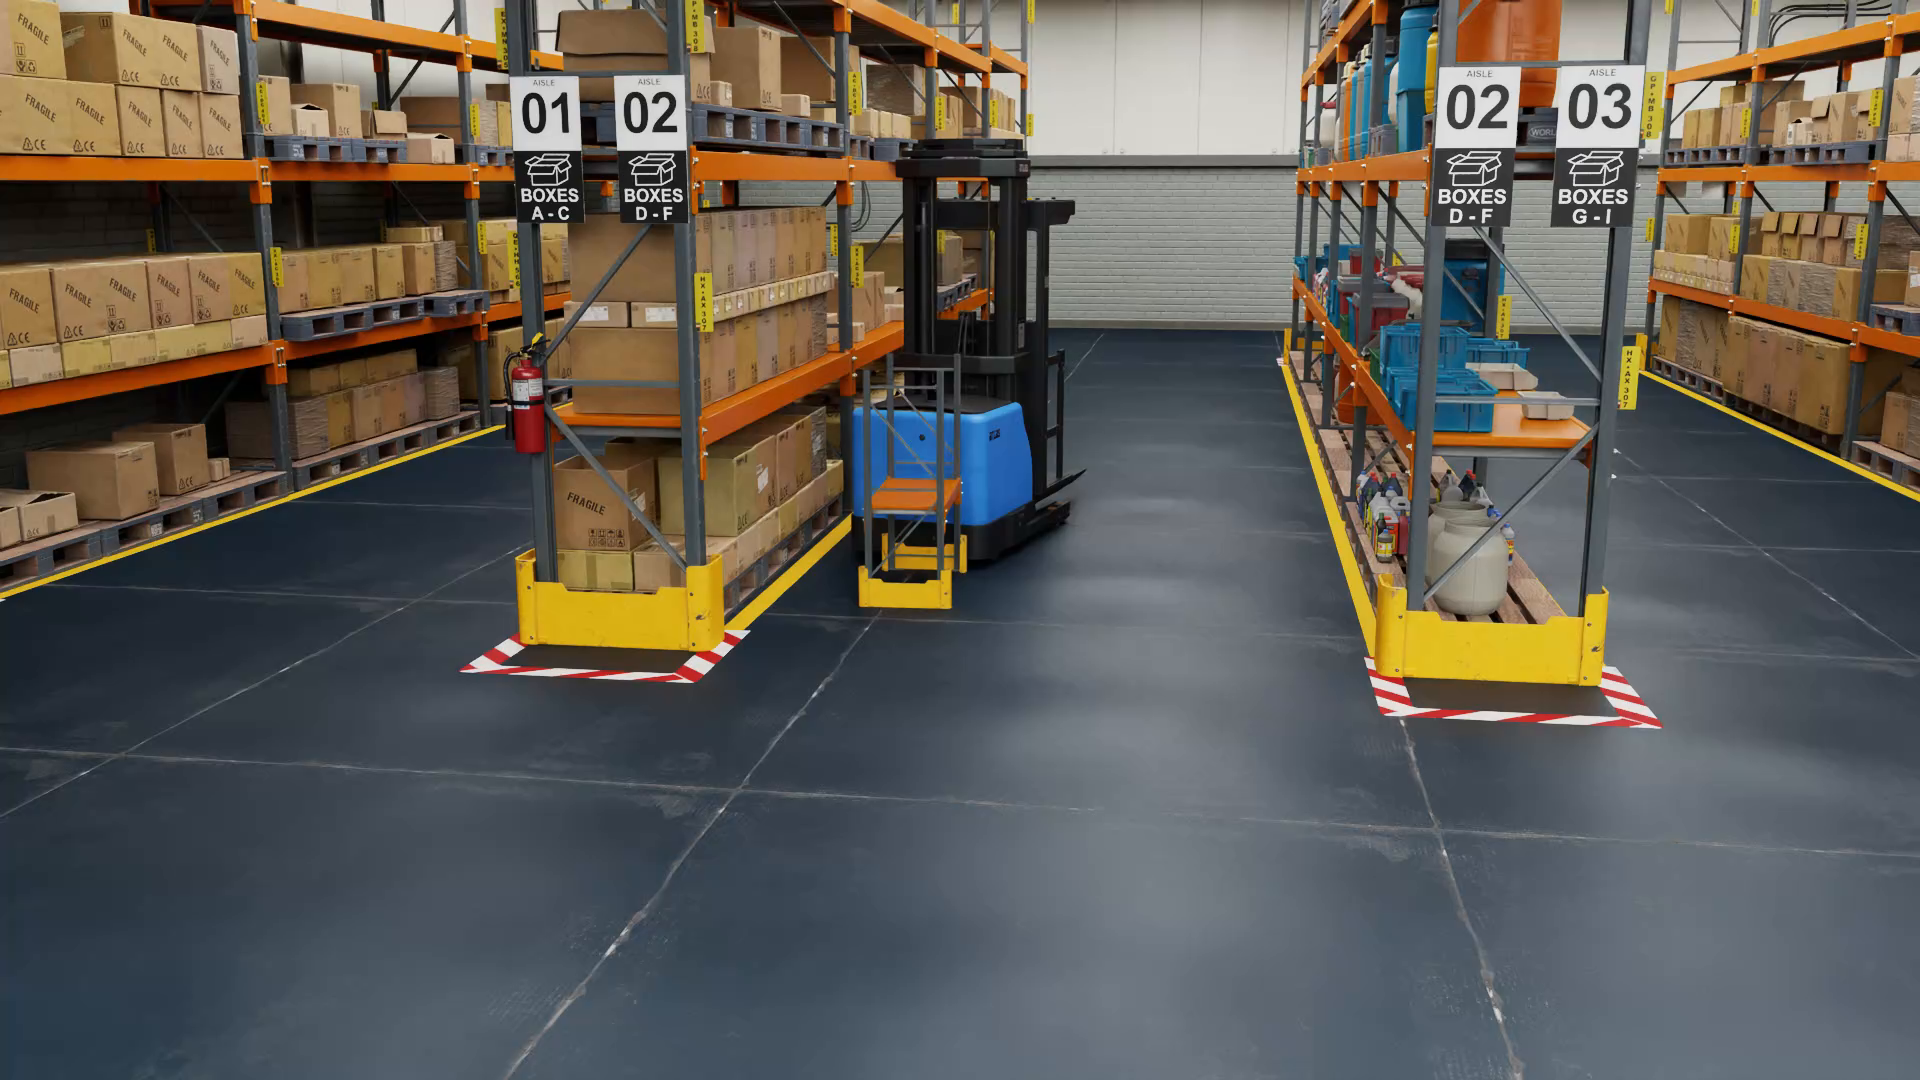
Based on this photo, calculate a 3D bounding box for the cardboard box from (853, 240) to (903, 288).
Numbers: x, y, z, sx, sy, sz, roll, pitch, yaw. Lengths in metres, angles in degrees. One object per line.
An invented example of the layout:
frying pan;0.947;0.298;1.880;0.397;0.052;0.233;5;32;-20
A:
cardboard box;-0.762;-2.939;17.775;0.700;0.500;0.500;-2;12;-10

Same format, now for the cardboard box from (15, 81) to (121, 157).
cardboard box;-6.319;-2.962;11.711;0.500;0.500;0.500;3;12;12

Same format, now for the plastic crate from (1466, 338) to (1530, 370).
plastic crate;3.629;-1.244;11.498;0.499;0.251;0.616;2;12;9

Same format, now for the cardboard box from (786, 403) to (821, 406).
cardboard box;-1.510;-1.054;14.465;0.500;0.311;0.500;2;12;10

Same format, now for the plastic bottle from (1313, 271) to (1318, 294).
plastic bottle;4.263;-3.074;19.913;0.061;0.283;0.133;2;12;9

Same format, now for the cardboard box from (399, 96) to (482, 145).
cardboard box;-5.626;-4.541;18.041;0.700;0.500;0.500;1;12;4

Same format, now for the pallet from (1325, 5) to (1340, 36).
pallet;4.288;-5.182;16.578;1.213;0.211;1.003;2;12;9

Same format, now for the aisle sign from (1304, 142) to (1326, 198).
aisle sign;5.094;-5.349;24.024;0.394;0.787;0.004;2;12;9

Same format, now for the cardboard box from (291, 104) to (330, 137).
cardboard box;-6.000;-3.744;14.842;0.500;0.311;0.500;2;12;10

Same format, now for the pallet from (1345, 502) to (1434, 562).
pallet;3.387;-0.054;12.244;1.003;0.211;1.213;2;12;9

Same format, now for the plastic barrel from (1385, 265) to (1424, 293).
plastic barrel;4.374;-2.348;15.948;0.600;0.536;0.708;2;12;9

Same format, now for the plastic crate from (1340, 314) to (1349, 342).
plastic crate;3.520;-1.824;14.339;0.450;0.188;0.662;2;12;9

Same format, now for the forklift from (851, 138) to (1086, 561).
forklift;0.225;-1.556;12.756;1.130;2.935;3.031;5;13;21

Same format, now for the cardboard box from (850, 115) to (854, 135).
cardboard box;-1.177;-3.558;14.121;0.500;0.250;0.500;1;12;3

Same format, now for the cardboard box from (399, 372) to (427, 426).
cardboard box;-5.896;-1.447;16.979;0.700;0.500;0.500;2;12;9

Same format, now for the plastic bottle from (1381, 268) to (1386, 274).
plastic bottle;4.944;-2.995;19.388;0.144;0.351;0.185;2;12;9

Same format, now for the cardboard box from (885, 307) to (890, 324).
cardboard box;-0.888;-2.160;15.990;0.380;0.149;0.250;3;12;13

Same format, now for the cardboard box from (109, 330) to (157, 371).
cardboard box;-6.254;-1.391;12.138;0.500;0.250;0.500;2;12;9

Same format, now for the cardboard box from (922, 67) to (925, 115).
cardboard box;-0.596;-4.750;17.685;0.500;0.500;0.500;2;12;9

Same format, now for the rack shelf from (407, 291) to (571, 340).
rack shelf;-5.335;-2.774;19.953;1.077;0.370;4.000;2;12;9

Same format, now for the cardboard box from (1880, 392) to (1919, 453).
cardboard box;8.957;-1.081;15.278;0.700;0.500;0.500;1;12;6

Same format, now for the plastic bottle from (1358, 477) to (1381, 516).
plastic bottle;3.026;-0.319;12.274;0.152;0.276;0.135;2;12;11

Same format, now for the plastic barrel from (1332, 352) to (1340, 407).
plastic barrel;4.379;-1.752;18.232;0.600;0.588;0.708;2;12;9

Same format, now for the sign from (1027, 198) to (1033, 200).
sign;1.028;-4.913;24.674;0.100;0.325;0.005;2;12;9

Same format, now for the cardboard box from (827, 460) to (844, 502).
cardboard box;-1.218;-0.475;13.105;0.500;0.250;0.500;2;12;9

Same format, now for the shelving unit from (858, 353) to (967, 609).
shelving unit;-0.296;-0.417;10.868;0.587;1.500;1.083;1;12;6

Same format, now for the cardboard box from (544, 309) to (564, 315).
cardboard box;-4.999;-2.557;21.344;0.750;0.750;0.750;2;12;9

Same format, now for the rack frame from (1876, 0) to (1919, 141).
rack frame;9.040;-5.161;15.079;1.000;3.000;0.127;2;12;9

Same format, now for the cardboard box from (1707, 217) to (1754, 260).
cardboard box;9.543;-3.708;20.448;0.500;0.500;0.500;2;12;9

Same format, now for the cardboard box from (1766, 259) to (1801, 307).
cardboard box;9.184;-2.813;18.189;0.500;0.500;0.500;2;12;7

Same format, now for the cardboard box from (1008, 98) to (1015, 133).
cardboard box;0.420;-6.112;24.001;0.700;0.500;0.500;2;12;9

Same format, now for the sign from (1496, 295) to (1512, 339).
sign;4.073;-1.671;12.470;0.100;0.325;0.005;2;12;9

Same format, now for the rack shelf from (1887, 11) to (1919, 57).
rack shelf;8.733;-4.197;13.265;1.077;0.370;4.000;2;12;9

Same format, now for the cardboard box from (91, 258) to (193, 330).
cardboard box;-6.184;-1.863;12.545;0.500;0.500;0.500;2;12;7

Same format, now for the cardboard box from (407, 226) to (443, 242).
cardboard box;-5.666;-3.218;17.482;0.380;0.149;0.250;0;12;1

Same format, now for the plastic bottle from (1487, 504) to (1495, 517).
plastic bottle;3.602;-0.106;11.297;0.097;0.271;0.097;0;12;0

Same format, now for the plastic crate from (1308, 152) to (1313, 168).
plastic crate;4.528;-4.682;20.481;0.450;0.188;0.662;2;12;9

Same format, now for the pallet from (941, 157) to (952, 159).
pallet;-0.763;-3.780;16.239;1.213;0.211;1.003;2;12;11

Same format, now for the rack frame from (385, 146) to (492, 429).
rack frame;-5.643;-2.709;17.945;1.000;3.000;0.127;2;12;9

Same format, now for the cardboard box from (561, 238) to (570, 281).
cardboard box;-5.004;-3.431;20.303;0.500;0.500;0.500;2;12;9

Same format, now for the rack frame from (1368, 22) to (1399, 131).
rack frame;3.531;-4.488;11.960;1.000;3.000;0.127;2;12;9

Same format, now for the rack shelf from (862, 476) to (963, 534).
rack shelf;-0.297;-0.239;10.897;0.538;0.185;1.000;1;12;6

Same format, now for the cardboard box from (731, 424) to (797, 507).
cardboard box;-1.442;-0.529;11.576;0.500;0.500;0.500;2;12;9

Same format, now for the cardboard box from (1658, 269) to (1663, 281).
cardboard box;9.852;-3.654;22.924;0.380;0.149;0.250;2;12;8

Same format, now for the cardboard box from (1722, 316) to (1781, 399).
cardboard box;9.577;-2.093;19.133;1.225;0.875;0.875;2;12;9

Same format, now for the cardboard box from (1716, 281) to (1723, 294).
cardboard box;9.418;-3.066;20.194;0.380;0.149;0.250;2;12;10

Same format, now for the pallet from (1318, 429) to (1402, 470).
pallet;3.989;-0.865;16.007;1.003;0.211;1.213;2;12;9

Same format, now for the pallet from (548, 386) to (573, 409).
pallet;-5.257;-1.761;20.164;1.003;0.211;1.213;2;12;9

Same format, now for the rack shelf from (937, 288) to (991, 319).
rack shelf;-0.440;-2.614;19.212;1.077;0.370;4.000;2;12;9

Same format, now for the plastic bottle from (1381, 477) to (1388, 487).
plastic bottle;3.132;-0.319;12.258;0.061;0.283;0.133;2;12;9

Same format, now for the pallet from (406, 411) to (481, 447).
pallet;-5.764;-1.184;17.485;1.003;0.211;1.213;2;12;9

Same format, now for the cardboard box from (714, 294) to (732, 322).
cardboard box;-1.627;-1.432;10.241;0.380;0.149;0.250;2;12;9

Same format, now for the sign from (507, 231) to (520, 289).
sign;-2.512;-1.587;9.425;0.100;0.325;0.005;2;12;9

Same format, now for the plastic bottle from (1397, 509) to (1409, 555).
plastic bottle;2.937;-0.055;11.032;0.061;0.283;0.133;2;12;9

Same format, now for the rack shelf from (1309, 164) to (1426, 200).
rack shelf;4.454;-3.919;18.148;1.077;0.370;4.000;2;12;9

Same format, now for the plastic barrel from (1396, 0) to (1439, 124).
plastic barrel;3.272;-3.269;11.234;0.600;0.901;0.708;2;12;9

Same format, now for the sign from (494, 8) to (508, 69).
sign;-2.512;-2.765;9.171;0.100;0.325;0.005;2;12;9

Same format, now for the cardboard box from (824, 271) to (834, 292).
cardboard box;-1.193;-2.019;12.967;0.380;0.149;0.250;2;12;9

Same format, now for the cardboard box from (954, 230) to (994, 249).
cardboard box;0.218;-4.009;21.365;0.500;0.500;0.500;2;12;10
